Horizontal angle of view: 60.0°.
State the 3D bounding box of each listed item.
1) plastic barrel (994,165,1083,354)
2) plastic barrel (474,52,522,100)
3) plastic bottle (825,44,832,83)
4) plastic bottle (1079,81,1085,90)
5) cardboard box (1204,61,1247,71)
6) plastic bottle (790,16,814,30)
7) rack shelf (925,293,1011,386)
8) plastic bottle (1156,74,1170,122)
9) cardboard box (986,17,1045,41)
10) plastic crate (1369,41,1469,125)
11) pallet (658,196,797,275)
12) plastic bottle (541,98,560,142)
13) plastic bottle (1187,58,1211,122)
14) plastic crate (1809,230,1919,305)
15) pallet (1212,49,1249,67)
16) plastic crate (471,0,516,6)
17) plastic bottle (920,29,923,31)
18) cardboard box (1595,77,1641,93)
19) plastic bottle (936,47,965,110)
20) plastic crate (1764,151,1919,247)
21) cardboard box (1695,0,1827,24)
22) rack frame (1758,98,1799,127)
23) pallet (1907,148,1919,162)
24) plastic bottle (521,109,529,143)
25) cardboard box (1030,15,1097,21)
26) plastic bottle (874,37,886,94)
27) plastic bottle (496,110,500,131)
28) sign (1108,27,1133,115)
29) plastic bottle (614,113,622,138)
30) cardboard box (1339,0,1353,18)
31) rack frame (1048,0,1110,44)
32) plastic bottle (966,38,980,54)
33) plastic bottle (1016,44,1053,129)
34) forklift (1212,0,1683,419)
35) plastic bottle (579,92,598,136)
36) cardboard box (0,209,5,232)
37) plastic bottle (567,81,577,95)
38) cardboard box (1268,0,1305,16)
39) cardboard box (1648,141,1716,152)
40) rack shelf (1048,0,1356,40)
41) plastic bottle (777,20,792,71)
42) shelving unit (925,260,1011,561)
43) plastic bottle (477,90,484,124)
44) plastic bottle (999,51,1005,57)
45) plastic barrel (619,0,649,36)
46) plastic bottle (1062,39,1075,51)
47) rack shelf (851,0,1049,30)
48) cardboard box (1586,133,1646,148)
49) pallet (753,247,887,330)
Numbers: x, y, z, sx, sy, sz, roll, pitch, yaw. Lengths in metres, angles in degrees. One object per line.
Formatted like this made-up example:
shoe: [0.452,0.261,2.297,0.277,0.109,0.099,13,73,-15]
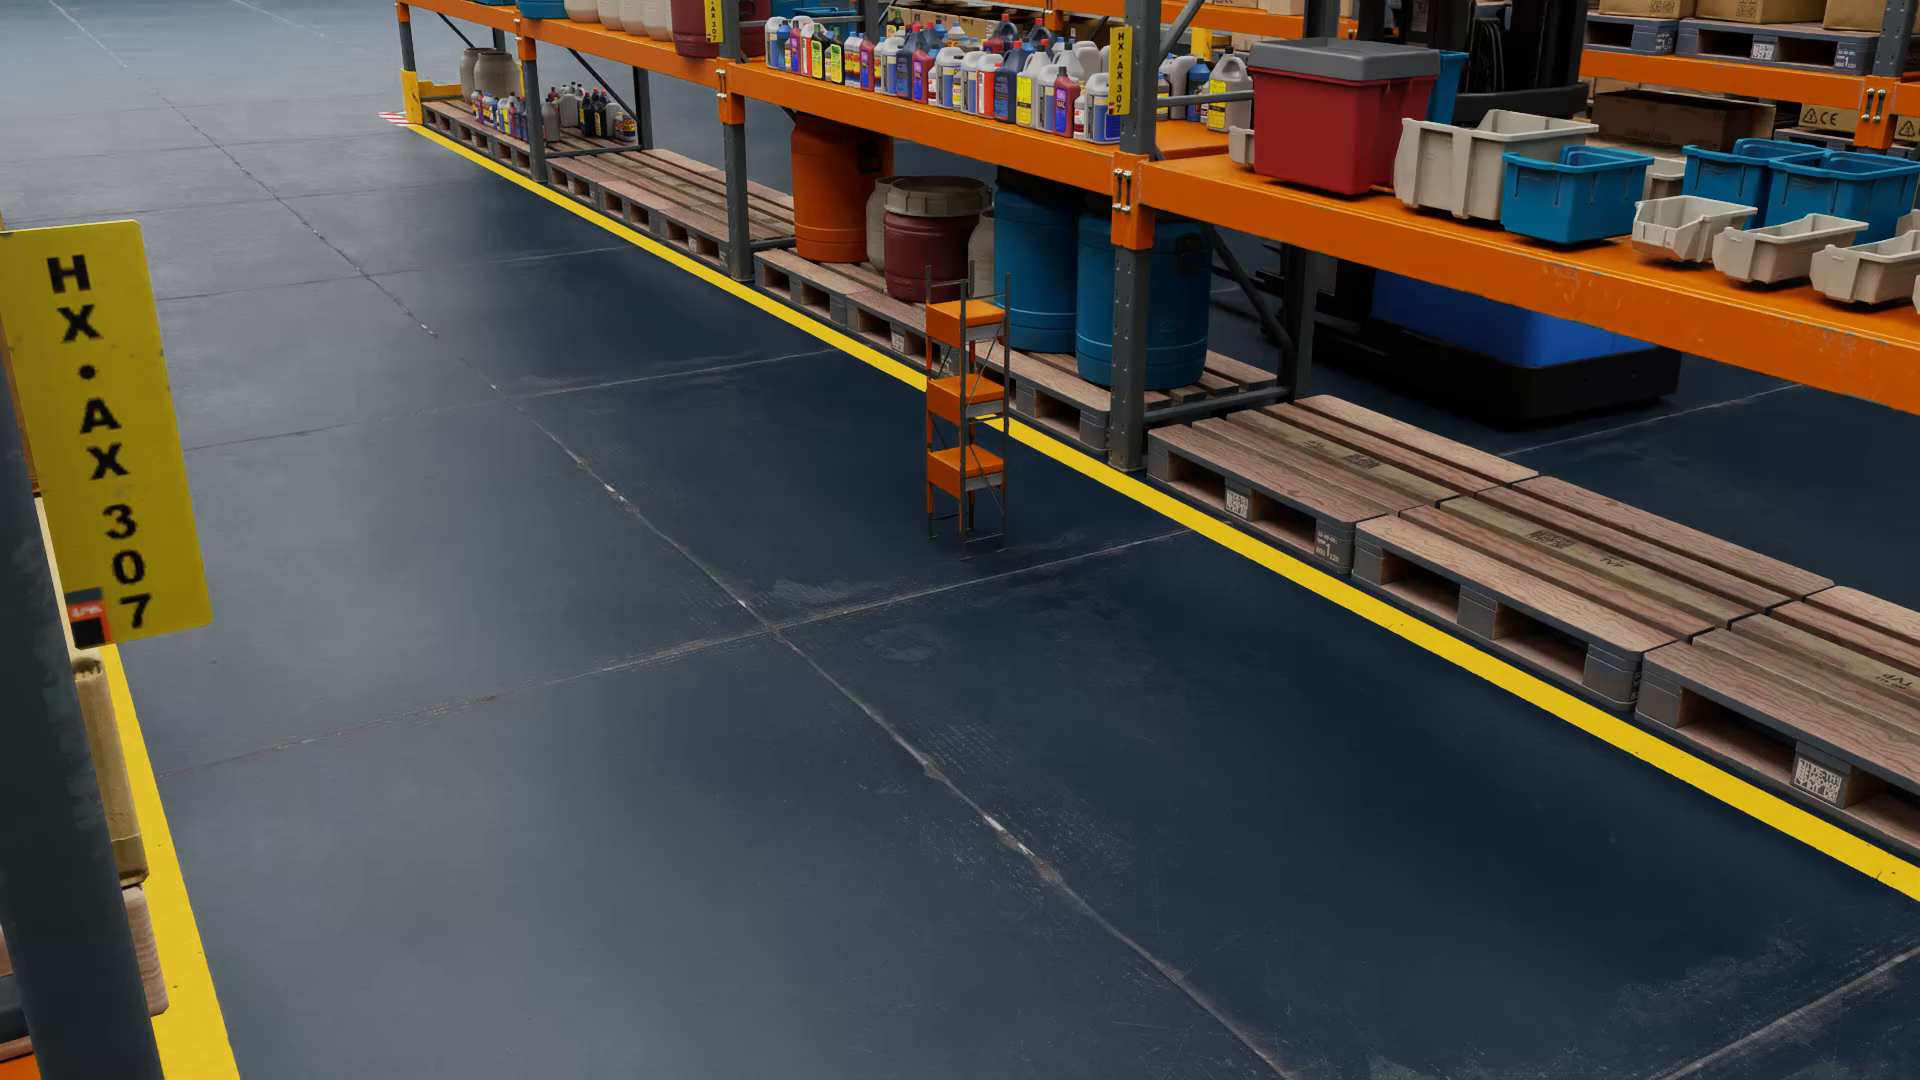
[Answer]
plastic barrel: [0.464,-1.411,8.027,0.600,0.901,0.708,-13,25,-28]
plastic barrel: [-4.382,-4.345,15.765,0.421,0.512,0.421,0,22,0]
plastic bottle: [-0.671,-2.544,8.851,0.097,0.201,0.097,0,22,0]
plastic bottle: [0.521,-1.901,7.269,0.097,0.201,0.097,0,22,0]
cardboard box: [2.241,-4.096,14.754,0.500,0.311,0.500,-13,25,-28]
plastic bottle: [-0.880,-2.844,9.489,0.152,0.276,0.135,-13,25,-28]
rack shelf: [0.027,-0.722,5.968,0.215,0.259,0.240,-13,25,-28]
plastic bottle: [0.896,-1.999,7.510,0.097,0.201,0.097,0,22,0]
cardboard box: [0.593,-4.861,16.385,0.500,0.500,0.500,-13,25,-28]
plastic crate: [1.621,-1.714,6.487,0.392,0.384,0.575,-13,25,-28]
pallet: [-1.316,-2.041,11.052,1.003,0.211,1.213,-13,25,-28]
plastic bottle: [-3.450,-3.527,13.938,0.144,0.351,0.185,-13,25,-28]
plastic bottle: [1.076,-2.029,7.491,0.097,0.271,0.097,0,22,0]
plastic crate: [2.425,-0.716,4.360,0.396,0.136,0.243,-13,25,-28]
pallet: [3.900,-5.983,20.752,1.003,0.211,1.213,-13,25,-28]
plastic crate: [-3.796,-4.606,13.858,0.499,0.251,0.616,-13,25,-28]
plastic bottle: [-0.219,-2.818,9.524,0.097,0.201,0.097,0,22,0]
cardboard box: [6.709,-4.593,16.364,0.700,0.500,0.500,-13,25,-29]
plastic bottle: [-0.021,-2.188,7.875,0.152,0.276,0.135,-13,25,-28]
plastic crate: [2.617,-1.004,4.941,0.416,0.233,0.300,-13,25,-28]
cardboard box: [4.894,-3.379,9.950,0.700,0.500,0.500,-8,24,-20]
rack frame: [7.563,-4.980,14.580,1.000,3.000,0.127,-13,25,-28]
pallet: [8.520,-3.024,13.471,1.003,0.211,1.213,-13,25,-28]
plastic bottle: [-3.574,-3.499,13.870,0.144,0.351,0.185,-13,26,-30]
cardboard box: [1.033,-4.960,16.628,0.500,0.500,0.500,-13,25,-28]
plastic bottle: [-0.385,-2.396,8.393,0.097,0.271,0.097,0,22,0]
plastic bottle: [-4.000,-3.683,14.520,0.097,0.201,0.097,0,22,0]
sign: [0.616,-1.802,6.395,0.100,0.325,0.005,-13,25,-28]
plastic bottle: [-2.887,-3.530,14.144,0.097,0.201,0.097,0,22,0]
cardboard box: [3.158,-4.111,12.560,0.500,0.311,0.500,-11,25,-25]
rack frame: [1.263,-5.321,15.418,1.000,3.000,0.127,-13,25,-28]
plastic bottle: [0.079,-2.629,9.059,0.097,0.201,0.097,0,22,0]
plastic bottle: [0.339,-1.991,7.292,0.144,0.351,0.185,-13,25,-28]
forklift: [2.281,-2.415,8.362,1.130,2.935,3.031,-11,24,-25]
plastic bottle: [-3.177,-3.659,14.264,0.144,0.351,0.185,-13,25,-28]
cardboard box: [-4.877,-1.104,7.309,1.225,0.875,0.875,-14,26,-31]
plastic bottle: [-3.461,-3.946,14.969,0.144,0.351,0.185,-11,25,-26]
cardboard box: [2.609,-4.147,12.865,0.380,0.149,0.250,-13,25,-28]
cardboard box: [4.781,-2.314,10.756,0.500,0.500,0.500,-12,25,-28]
rack shelf: [2.285,-4.340,13.961,1.077,0.370,4.000,-13,25,-28]
plastic bottle: [-0.975,-2.770,9.313,0.097,0.271,0.097,0,22,0]
shelving unit: [0.027,-0.469,6.071,0.215,1.050,0.252,-13,25,-28]
plastic bottle: [-4.282,-3.886,14.911,0.061,0.283,0.133,-12,25,-27]
plastic bottle: [0.195,-2.140,7.765,0.097,0.271,0.097,0,22,0]
plastic barrel: [-2.101,-3.703,11.257,0.433,0.535,0.433,0,22,0]
plastic bottle: [0.553,-2.361,8.306,0.097,0.271,0.097,0,22,0]
rack shelf: [0.241,-5.635,17.146,1.077,0.370,4.000,-13,25,-28]
cardboard box: [4.088,-2.370,10.893,0.500,0.500,0.500,-14,26,-30]
pallet: [-0.515,-1.535,9.808,1.003,0.211,1.213,-13,25,-28]
